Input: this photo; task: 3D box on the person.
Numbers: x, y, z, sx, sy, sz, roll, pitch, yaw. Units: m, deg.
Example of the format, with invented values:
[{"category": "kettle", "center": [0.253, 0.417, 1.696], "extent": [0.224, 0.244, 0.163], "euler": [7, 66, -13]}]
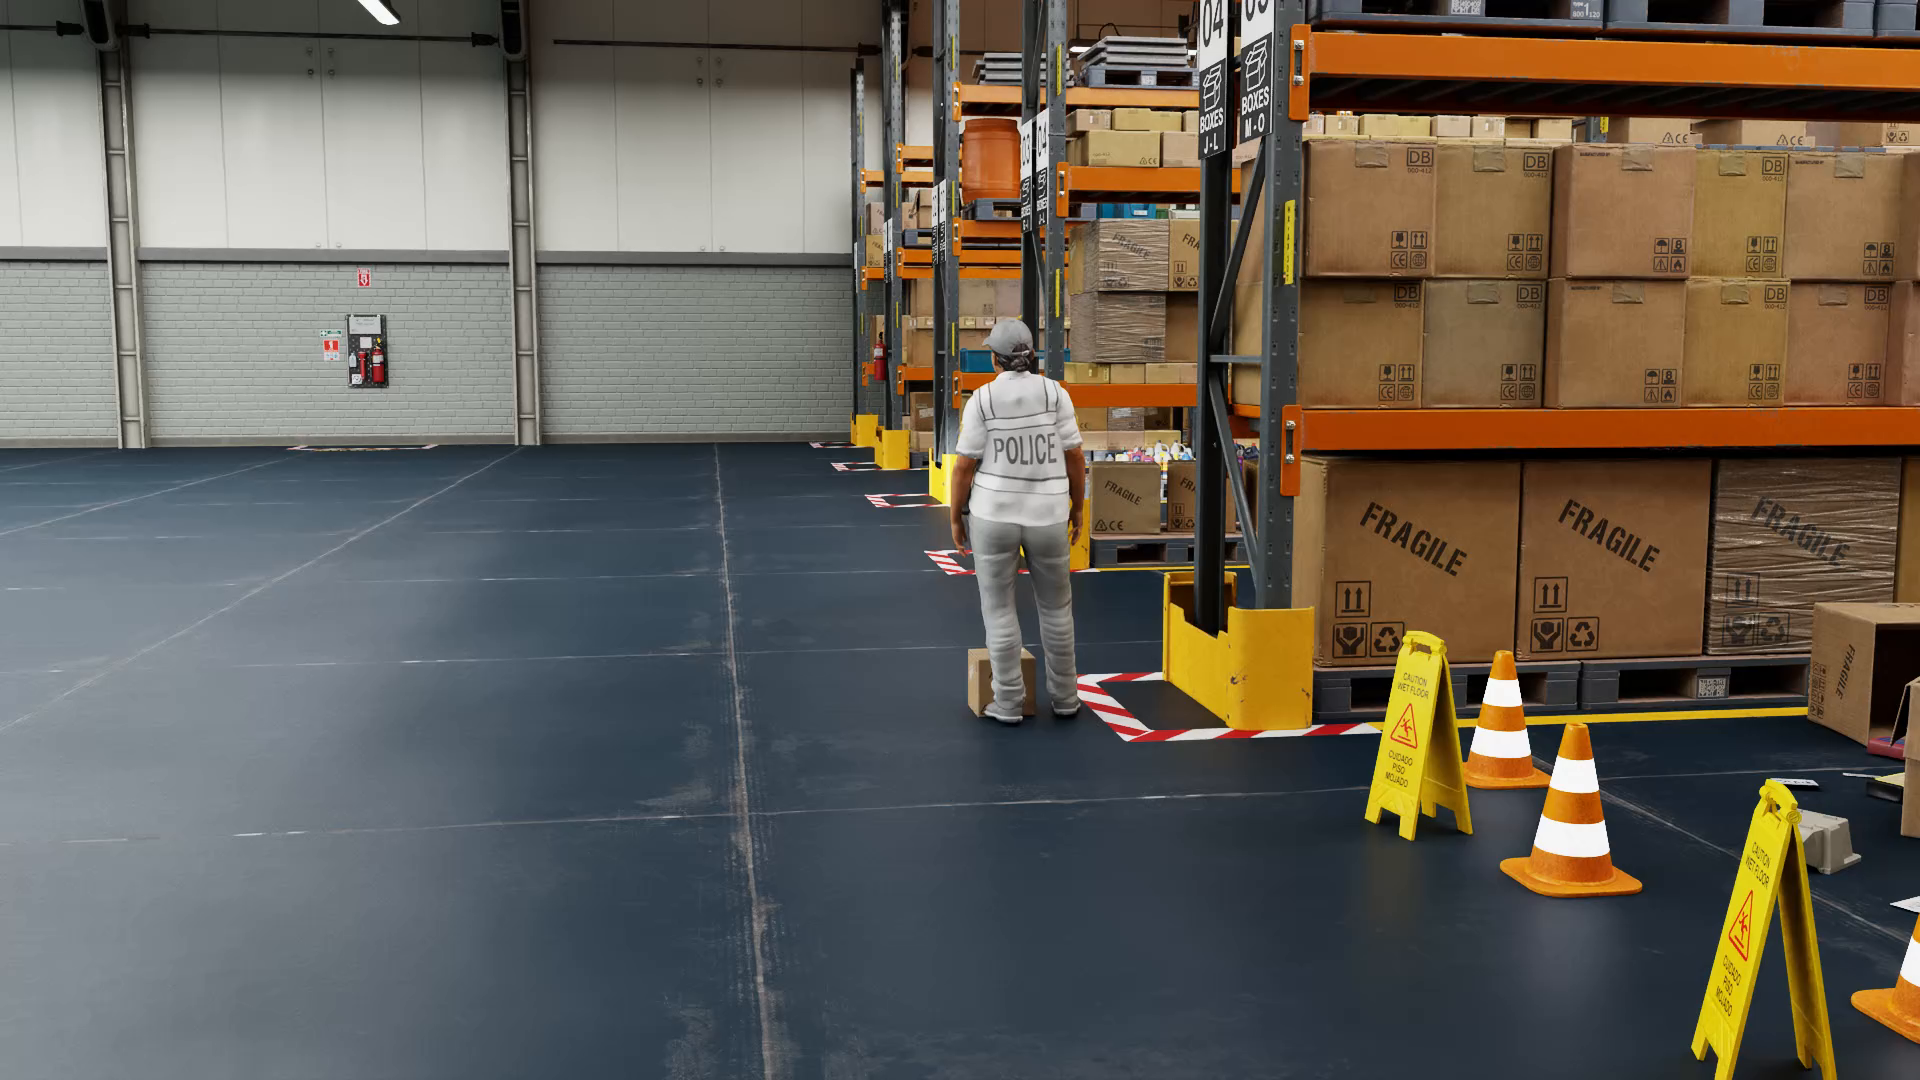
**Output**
[{"category": "person", "center": [0.247, -0.078, 6.913], "extent": [0.598, 1.670, 0.529], "euler": [-1, 7, -7]}]
